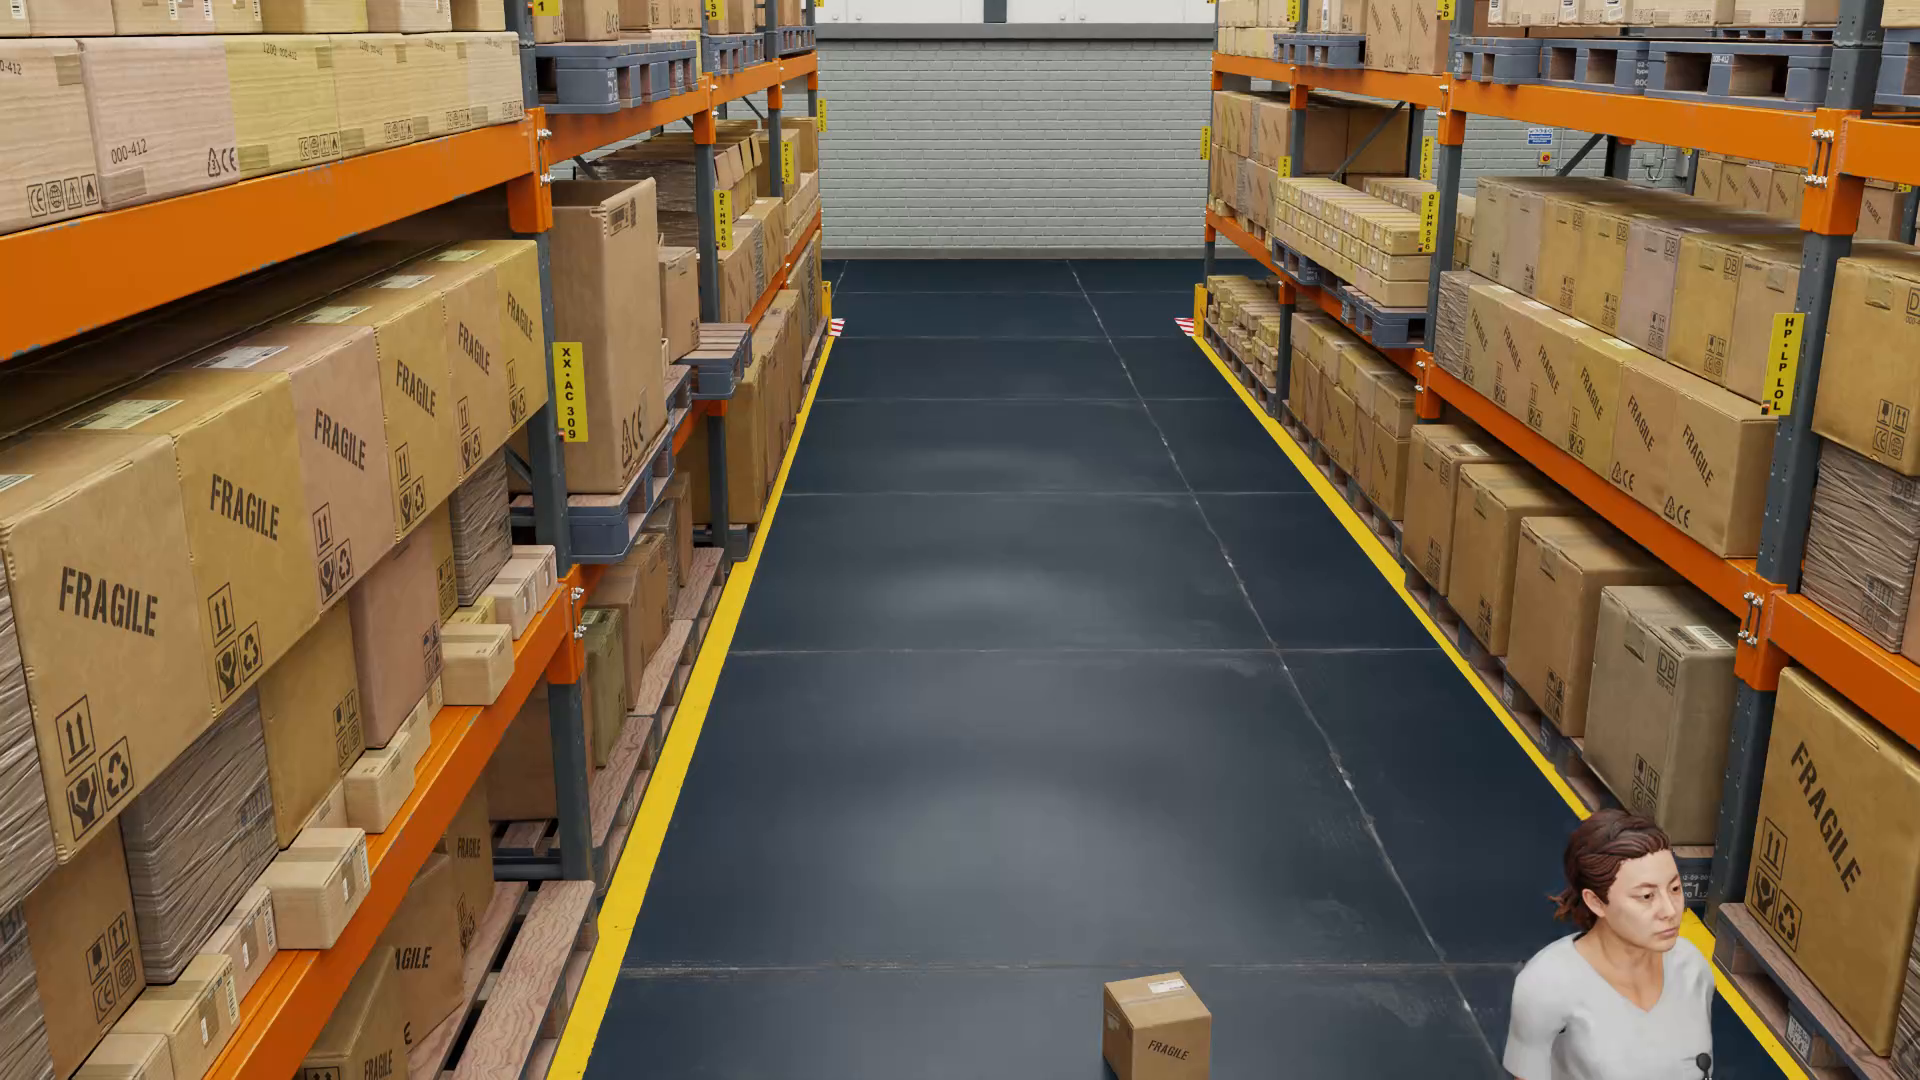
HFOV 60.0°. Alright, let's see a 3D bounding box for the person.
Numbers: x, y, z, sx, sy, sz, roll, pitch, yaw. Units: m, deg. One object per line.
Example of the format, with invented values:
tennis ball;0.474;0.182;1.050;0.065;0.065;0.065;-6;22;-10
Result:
person;1.251;1.299;3.297;0.444;1.653;0.529;-3;18;-11
